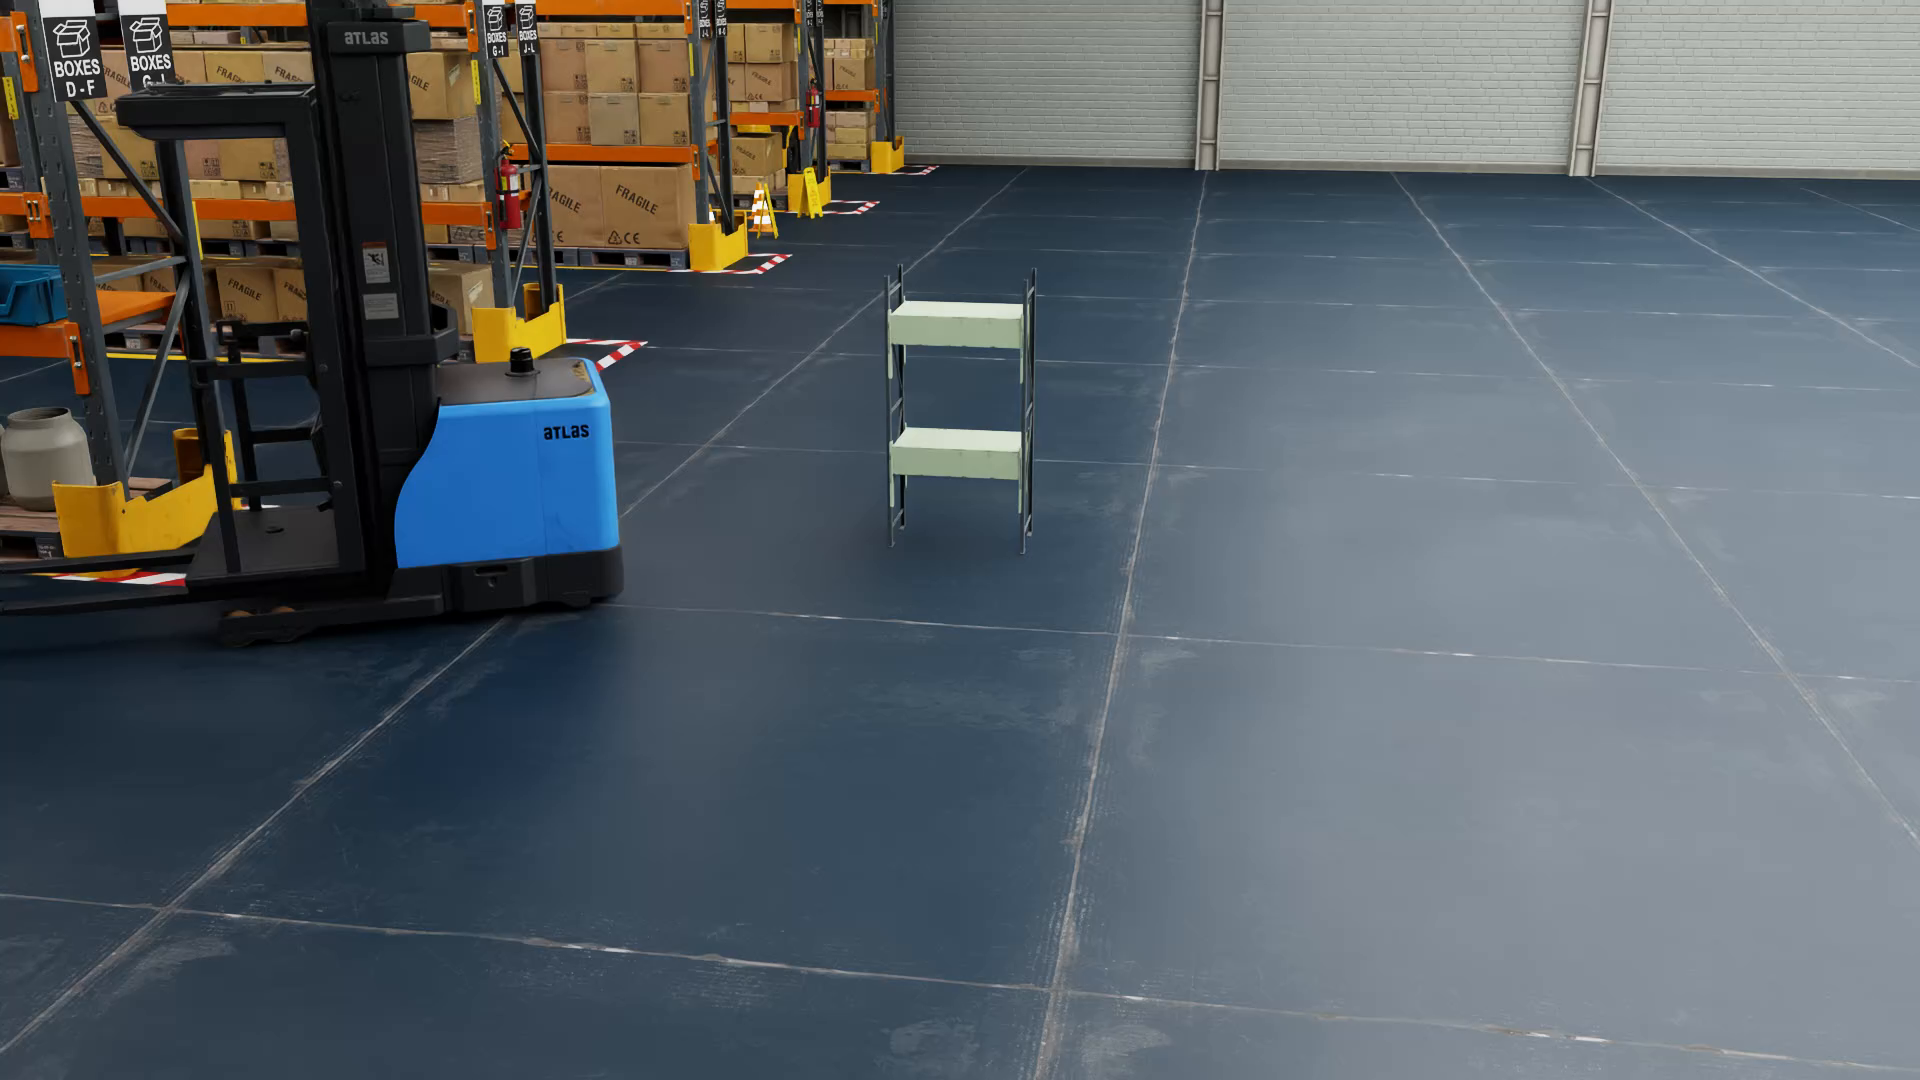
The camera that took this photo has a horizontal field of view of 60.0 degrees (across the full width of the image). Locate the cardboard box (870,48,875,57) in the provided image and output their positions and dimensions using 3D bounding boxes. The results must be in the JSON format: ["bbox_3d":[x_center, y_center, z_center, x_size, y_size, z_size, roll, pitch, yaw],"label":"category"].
[{"bbox_3d":[-1.528,-8.085,27.560,0.250,0.149,0.380,2,19,7],"label":"cardboard box"}]

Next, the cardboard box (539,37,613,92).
[{"bbox_3d":[-4.152,-5.204,18.191,0.550,0.550,0.875,3,19,9],"label":"cardboard box"}]

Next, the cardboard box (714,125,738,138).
[{"bbox_3d":[-3.223,-5.591,22.753,0.250,0.149,0.380,3,19,10],"label":"cardboard box"}]

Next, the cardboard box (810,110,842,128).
[{"bbox_3d":[-2.243,-6.950,27.444,0.500,0.250,0.500,3,19,10],"label":"cardboard box"}]

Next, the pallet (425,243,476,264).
[{"bbox_3d":[-5.914,-3.337,18.943,1.213,0.211,1.003,3,19,9],"label":"pallet"}]

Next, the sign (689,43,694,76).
[{"bbox_3d":[-2.803,-5.013,17.359,0.005,0.325,0.100,3,19,9],"label":"sign"}]

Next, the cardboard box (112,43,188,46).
[{"bbox_3d":[-9.153,-5.369,18.889,0.500,0.500,0.700,3,19,8],"label":"cardboard box"}]

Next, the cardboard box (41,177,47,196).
[{"bbox_3d":[-7.374,-2.949,13.785,0.250,0.149,0.380,3,19,9],"label":"cardboard box"}]

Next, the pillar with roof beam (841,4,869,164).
[{"bbox_3d":[-2.461,-9.445,23.351,0.400,9.000,9.100,3,19,9],"label":"pillar with roof beam"}]

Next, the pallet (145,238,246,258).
[{"bbox_3d":[-8.634,-3.476,19.358,1.213,0.211,1.003,3,19,9],"label":"pallet"}]

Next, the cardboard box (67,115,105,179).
[{"bbox_3d":[-7.104,-3.320,13.871,0.500,0.500,0.875,3,19,9],"label":"cardboard box"}]

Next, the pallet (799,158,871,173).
[{"bbox_3d":[-1.996,-6.335,27.903,1.213,0.211,1.003,3,19,9],"label":"pallet"}]

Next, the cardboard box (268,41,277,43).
[{"bbox_3d":[-12.129,-8.362,28.747,0.500,0.500,0.700,3,19,9],"label":"cardboard box"}]

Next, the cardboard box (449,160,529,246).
[{"bbox_3d":[-5.152,-3.816,18.667,0.875,0.875,0.875,3,19,9],"label":"cardboard box"}]

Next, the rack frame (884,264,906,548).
[{"bbox_3d":[-0.355,-0.729,9.119,0.023,1.500,0.400,3,19,9],"label":"rack frame"}]

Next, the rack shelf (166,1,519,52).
[{"bbox_3d":[-5.564,-4.154,13.397,4.000,0.370,1.077,3,19,9],"label":"rack shelf"}]

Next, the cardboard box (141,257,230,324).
[{"bbox_3d":[-6.583,-2.128,14.213,0.500,0.500,0.500,9,21,26],"label":"cardboard box"}]

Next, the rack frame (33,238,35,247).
[{"bbox_3d":[-10.602,-4.923,19.290,0.127,3.000,1.000,3,19,9],"label":"rack frame"}]

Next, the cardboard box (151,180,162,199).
[{"bbox_3d":[-6.390,-2.893,13.619,0.250,0.149,0.380,3,19,9],"label":"cardboard box"}]

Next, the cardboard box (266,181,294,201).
[{"bbox_3d":[-5.401,-2.845,13.475,0.250,0.149,0.380,3,19,9],"label":"cardboard box"}]

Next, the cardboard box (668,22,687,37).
[{"bbox_3d":[-3.575,-6.718,22.451,0.500,0.500,0.700,3,19,8],"label":"cardboard box"}]

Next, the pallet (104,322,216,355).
[{"bbox_3d":[-6.870,-1.828,14.434,1.213,0.211,1.003,3,19,9],"label":"pallet"}]

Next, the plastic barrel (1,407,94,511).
[{"bbox_3d":[-5.037,-0.449,9.176,0.421,0.512,0.421,0,18,0],"label":"plastic barrel"}]

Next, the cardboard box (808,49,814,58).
[{"bbox_3d":[-2.367,-7.968,27.211,0.250,0.149,0.380,3,19,8],"label":"cardboard box"}]

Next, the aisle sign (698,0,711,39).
[{"bbox_3d":[-2.680,-5.656,17.383,0.004,0.787,0.394,3,19,9],"label":"aisle sign"}]

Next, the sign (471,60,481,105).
[{"bbox_3d":[-3.697,-3.498,12.707,0.005,0.325,0.100,3,19,9],"label":"sign"}]

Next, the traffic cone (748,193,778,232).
[{"bbox_3d":[-2.487,-4.126,20.906,0.334,0.463,0.336,3,19,9],"label":"traffic cone"}]

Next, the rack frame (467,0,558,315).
[{"bbox_3d":[-3.589,-2.972,13.458,0.127,3.000,1.000,3,19,9],"label":"rack frame"}]

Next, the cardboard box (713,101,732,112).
[{"bbox_3d":[-3.197,-5.910,22.636,0.250,0.149,0.380,3,19,10],"label":"cardboard box"}]

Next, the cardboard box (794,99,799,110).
[{"bbox_3d":[-2.320,-6.039,23.021,0.250,0.149,0.380,3,19,9],"label":"cardboard box"}]

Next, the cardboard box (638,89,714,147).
[{"bbox_3d":[-3.076,-4.596,18.076,0.550,0.550,0.875,3,19,9],"label":"cardboard box"}]

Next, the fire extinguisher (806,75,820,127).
[{"bbox_3d":[-1.978,-5.890,22.300,0.183,0.674,0.296,3,19,9],"label":"fire extinguisher"}]

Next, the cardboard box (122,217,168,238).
[{"bbox_3d":[-9.151,-3.954,19.276,0.750,0.750,1.050,3,19,9],"label":"cardboard box"}]

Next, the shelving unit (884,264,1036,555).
[{"bbox_3d":[0.007,-0.711,9.064,0.755,1.500,0.431,3,19,9],"label":"shelving unit"}]

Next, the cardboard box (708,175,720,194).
[{"bbox_3d":[-3.369,-4.957,23.061,0.500,0.250,0.500,3,19,9],"label":"cardboard box"}]

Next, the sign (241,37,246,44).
[{"bbox_3d":[-10.001,-6.854,23.236,0.005,0.325,0.100,3,19,9],"label":"sign"}]

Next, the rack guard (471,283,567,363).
[{"bbox_3d":[-3.664,-1.790,13.866,0.348,0.500,1.175,3,19,9],"label":"rack guard"}]

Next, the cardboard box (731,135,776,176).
[{"bbox_3d":[-2.850,-5.286,22.864,0.500,0.500,0.500,3,19,9],"label":"cardboard box"}]

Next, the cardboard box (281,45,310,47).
[{"bbox_3d":[-7.143,-5.267,18.583,0.500,0.500,0.700,3,19,8],"label":"cardboard box"}]

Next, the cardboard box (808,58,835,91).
[{"bbox_3d":[-2.272,-7.651,27.284,0.500,0.500,0.500,4,19,10],"label":"cardboard box"}]

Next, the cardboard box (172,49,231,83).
[{"bbox_3d":[-6.147,-3.684,13.383,0.500,0.500,0.500,3,19,9],"label":"cardboard box"}]

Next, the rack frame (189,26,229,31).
[{"bbox_3d":[-13.082,-8.236,29.190,0.127,3.000,1.000,3,19,9],"label":"rack frame"}]

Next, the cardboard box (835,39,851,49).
[{"bbox_3d":[-1.869,-8.083,27.083,0.250,0.149,0.380,3,19,9],"label":"cardboard box"}]

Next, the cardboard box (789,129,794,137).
[{"bbox_3d":[-2.771,-6.739,27.599,0.500,0.250,0.500,2,19,7],"label":"cardboard box"}]

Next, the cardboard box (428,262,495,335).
[{"bbox_3d":[-4.203,-2.022,13.897,0.500,0.500,0.500,7,20,19],"label":"cardboard box"}]

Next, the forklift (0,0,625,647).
[{"bbox_3d":[-3.257,-1.075,7.896,3.031,2.935,1.130,-5,19,-16],"label":"forklift"}]

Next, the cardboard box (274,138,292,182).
[{"bbox_3d":[-5.128,-3.223,13.582,0.500,0.500,0.875,3,19,9],"label":"cardboard box"}]

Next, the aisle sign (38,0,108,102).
[{"bbox_3d":[-4.351,-2.556,8.119,0.004,0.787,0.394,3,19,9],"label":"aisle sign"}]

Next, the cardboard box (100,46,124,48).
[{"bbox_3d":[-7.051,-3.899,14.028,0.500,0.500,0.500,3,19,9],"label":"cardboard box"}]

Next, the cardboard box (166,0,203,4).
[{"bbox_3d":[-6.123,-4.368,13.140,0.500,0.250,0.500,2,19,6],"label":"cardboard box"}]

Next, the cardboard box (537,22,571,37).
[{"bbox_3d":[-5.567,-6.850,22.847,0.500,0.500,0.700,3,19,8],"label":"cardboard box"}]
